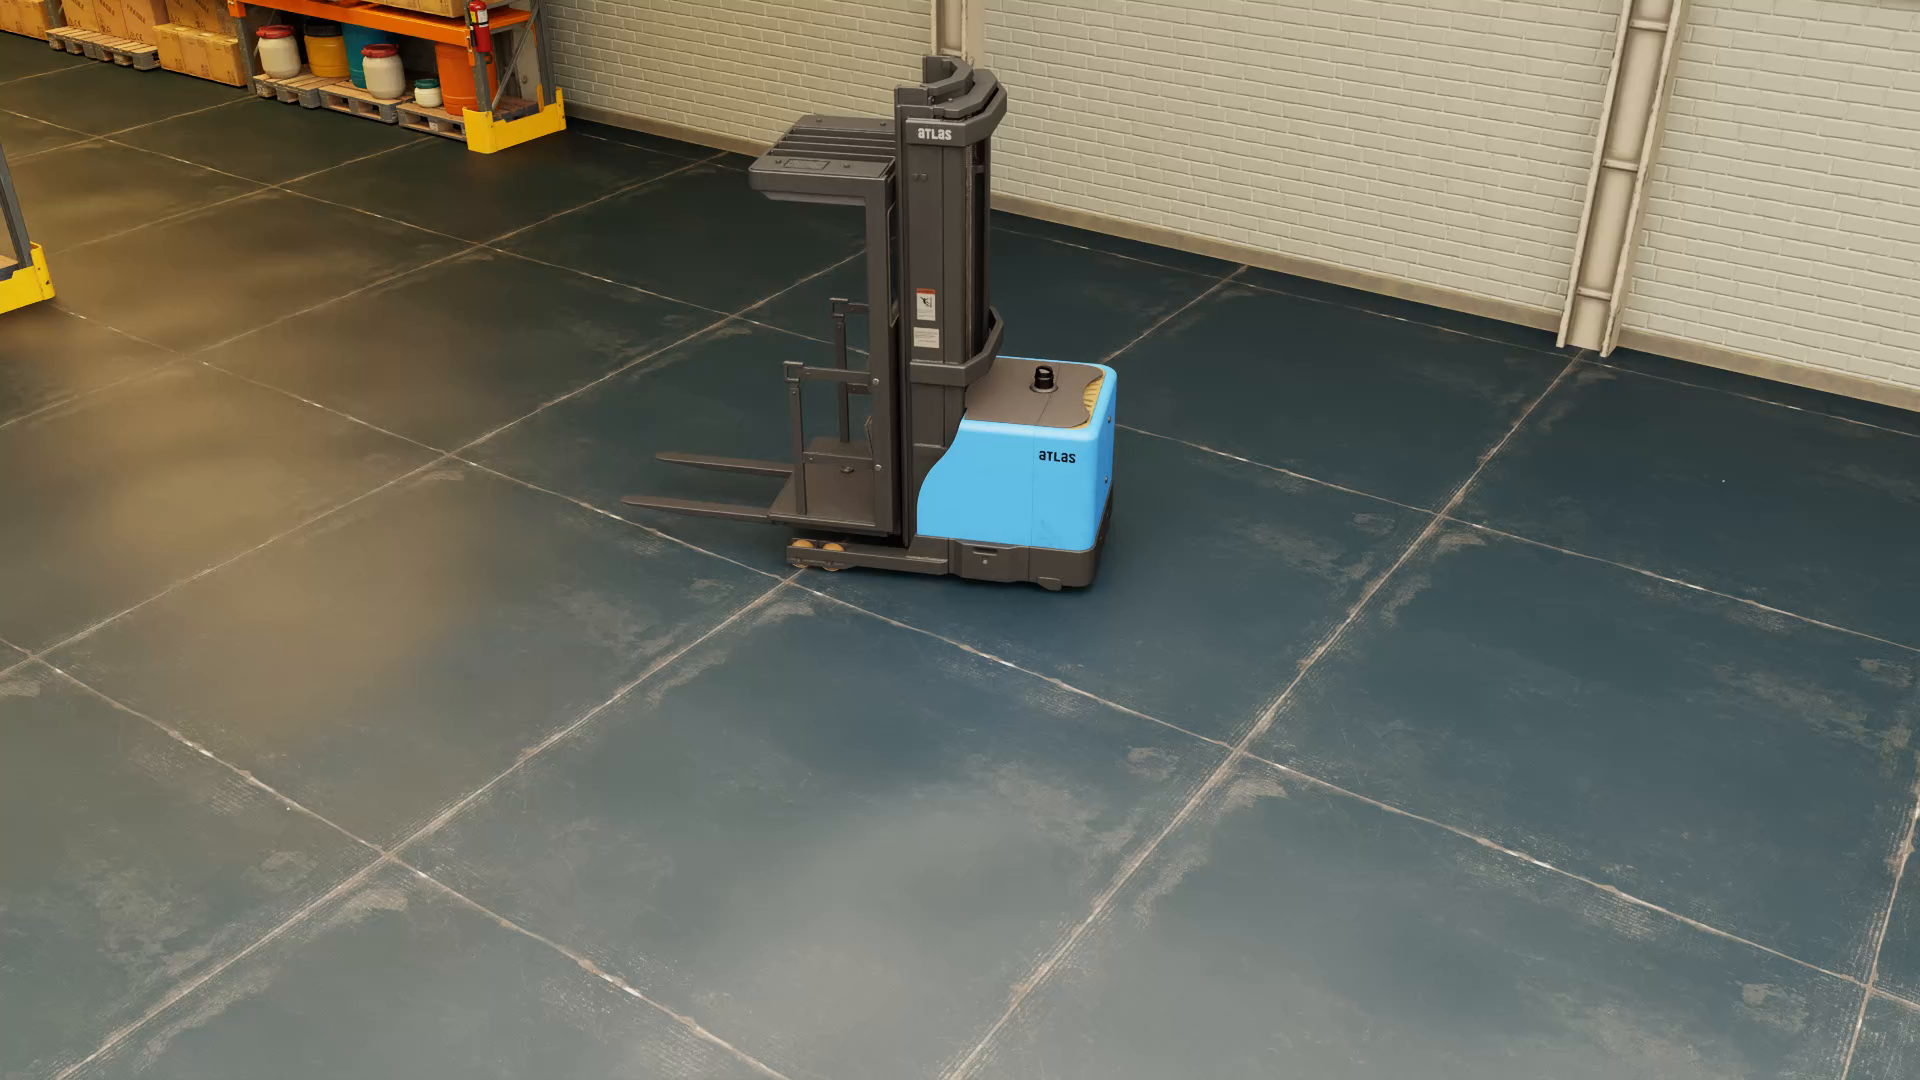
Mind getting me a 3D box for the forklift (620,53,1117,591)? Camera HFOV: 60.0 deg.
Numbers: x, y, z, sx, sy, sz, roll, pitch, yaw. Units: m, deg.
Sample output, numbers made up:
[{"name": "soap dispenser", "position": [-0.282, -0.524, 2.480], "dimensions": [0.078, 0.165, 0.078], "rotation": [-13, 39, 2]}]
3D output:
[{"name": "forklift", "position": [-0.596, -1.330, 9.871], "dimensions": [3.031, 2.935, 1.130], "rotation": [6, 31, 10]}]
